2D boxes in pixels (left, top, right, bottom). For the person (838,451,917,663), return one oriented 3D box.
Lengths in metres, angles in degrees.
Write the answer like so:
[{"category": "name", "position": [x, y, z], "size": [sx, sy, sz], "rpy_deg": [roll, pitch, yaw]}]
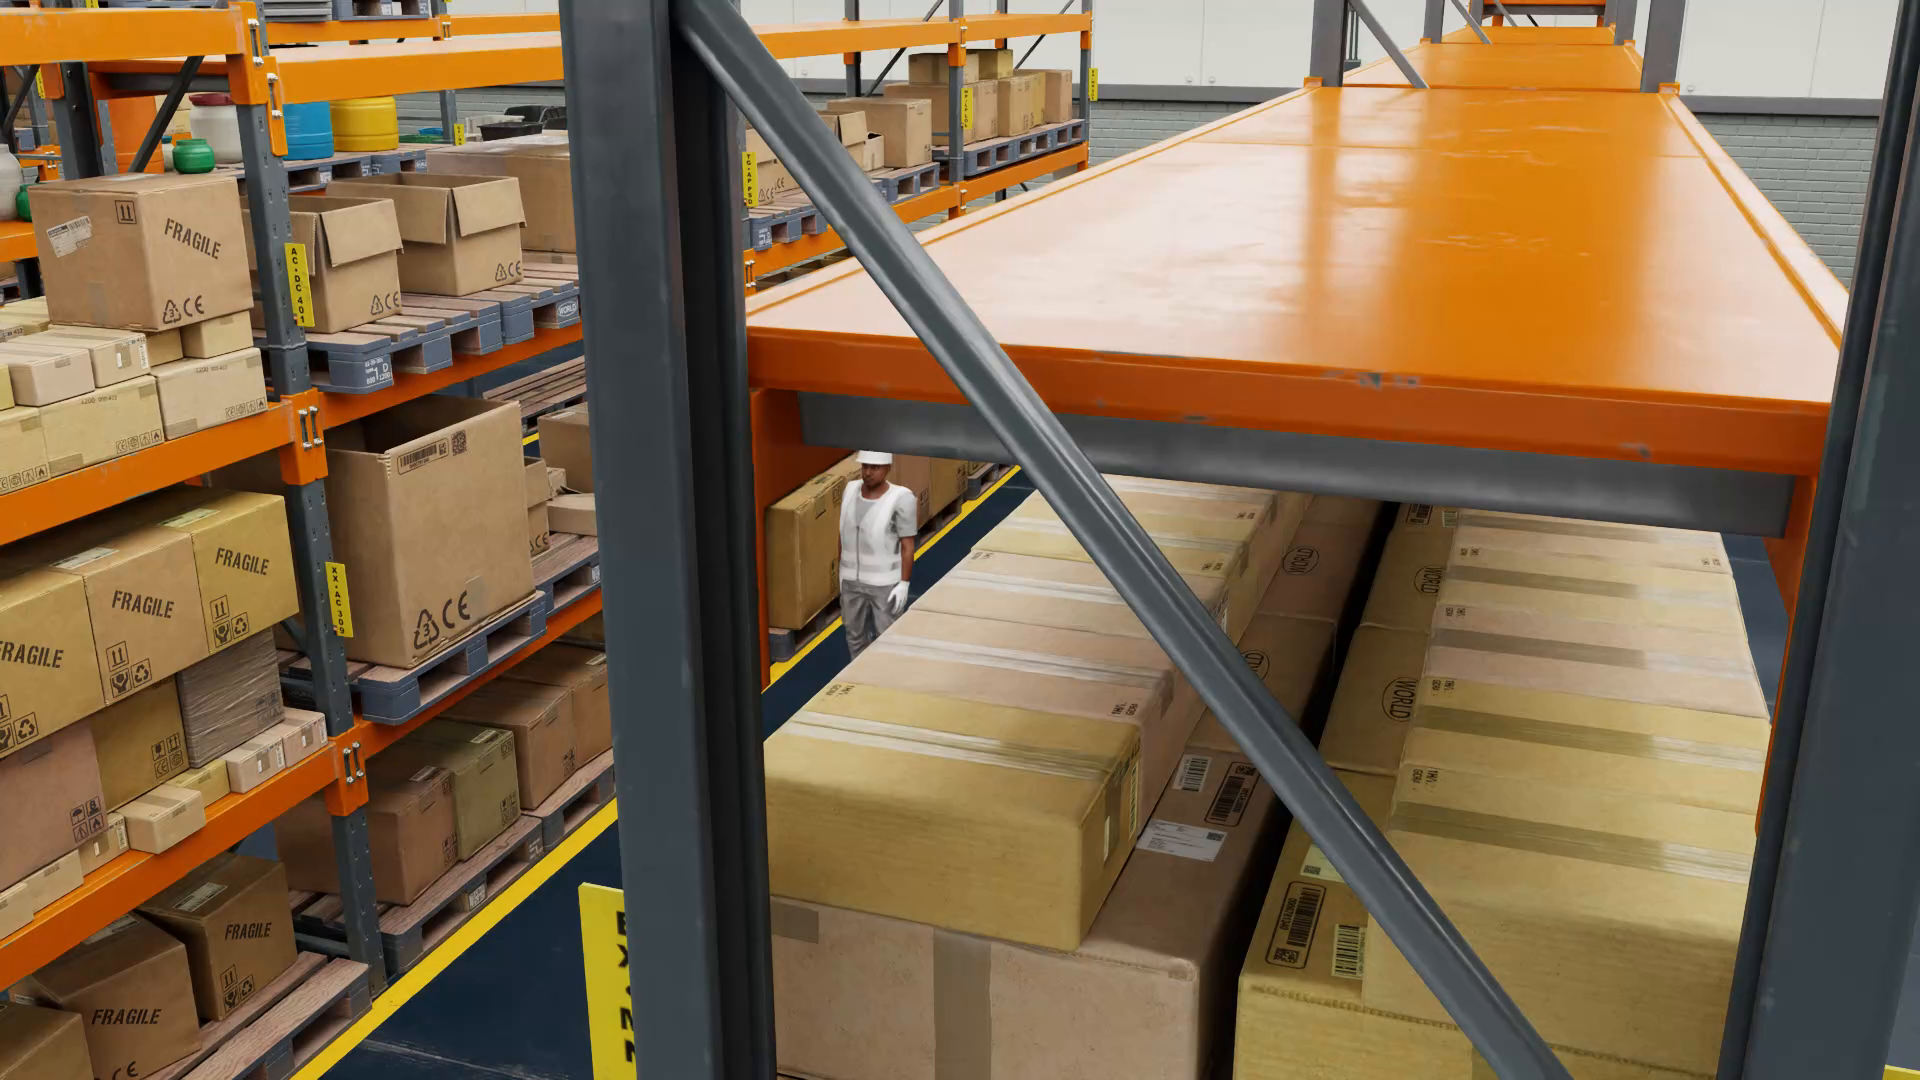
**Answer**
[{"category": "person", "position": [-0.530, 0.252, 10.271], "size": [0.544, 1.783, 0.369], "rpy_deg": [11, 21, 29]}]
